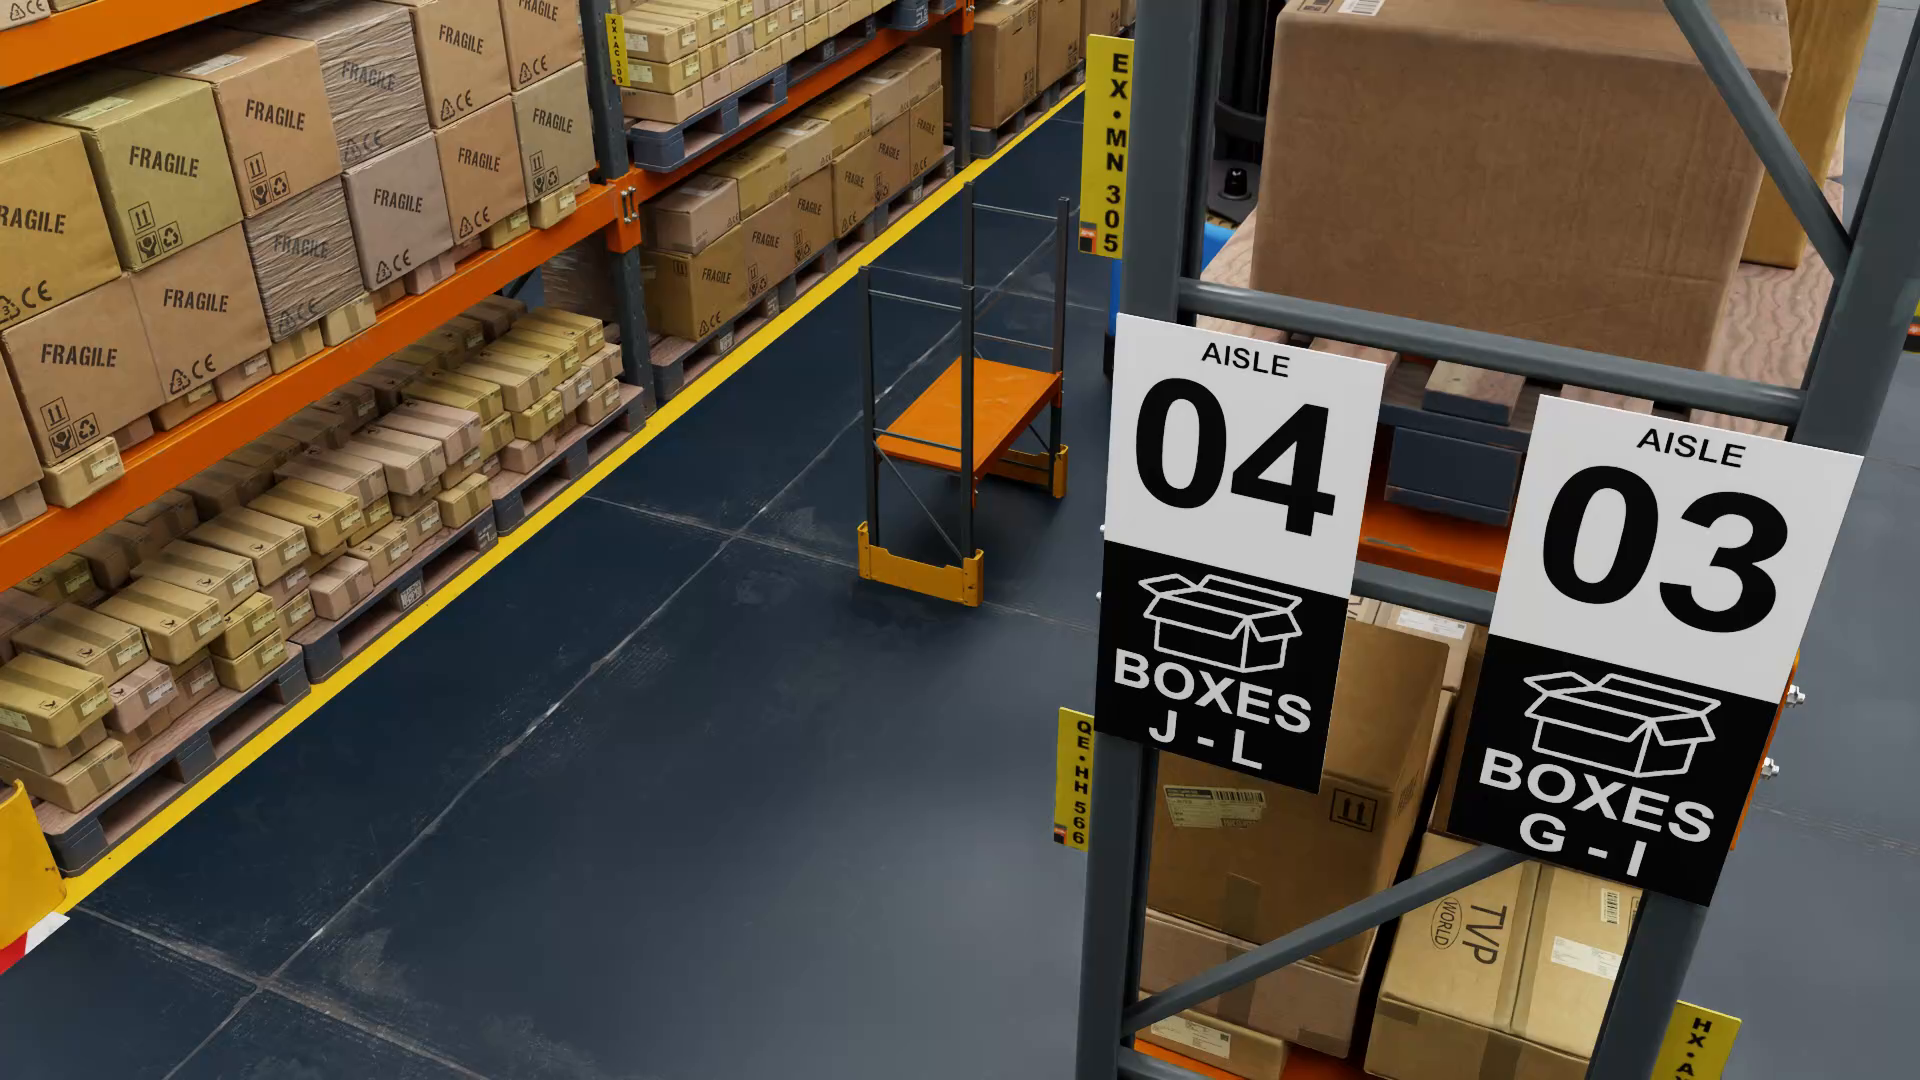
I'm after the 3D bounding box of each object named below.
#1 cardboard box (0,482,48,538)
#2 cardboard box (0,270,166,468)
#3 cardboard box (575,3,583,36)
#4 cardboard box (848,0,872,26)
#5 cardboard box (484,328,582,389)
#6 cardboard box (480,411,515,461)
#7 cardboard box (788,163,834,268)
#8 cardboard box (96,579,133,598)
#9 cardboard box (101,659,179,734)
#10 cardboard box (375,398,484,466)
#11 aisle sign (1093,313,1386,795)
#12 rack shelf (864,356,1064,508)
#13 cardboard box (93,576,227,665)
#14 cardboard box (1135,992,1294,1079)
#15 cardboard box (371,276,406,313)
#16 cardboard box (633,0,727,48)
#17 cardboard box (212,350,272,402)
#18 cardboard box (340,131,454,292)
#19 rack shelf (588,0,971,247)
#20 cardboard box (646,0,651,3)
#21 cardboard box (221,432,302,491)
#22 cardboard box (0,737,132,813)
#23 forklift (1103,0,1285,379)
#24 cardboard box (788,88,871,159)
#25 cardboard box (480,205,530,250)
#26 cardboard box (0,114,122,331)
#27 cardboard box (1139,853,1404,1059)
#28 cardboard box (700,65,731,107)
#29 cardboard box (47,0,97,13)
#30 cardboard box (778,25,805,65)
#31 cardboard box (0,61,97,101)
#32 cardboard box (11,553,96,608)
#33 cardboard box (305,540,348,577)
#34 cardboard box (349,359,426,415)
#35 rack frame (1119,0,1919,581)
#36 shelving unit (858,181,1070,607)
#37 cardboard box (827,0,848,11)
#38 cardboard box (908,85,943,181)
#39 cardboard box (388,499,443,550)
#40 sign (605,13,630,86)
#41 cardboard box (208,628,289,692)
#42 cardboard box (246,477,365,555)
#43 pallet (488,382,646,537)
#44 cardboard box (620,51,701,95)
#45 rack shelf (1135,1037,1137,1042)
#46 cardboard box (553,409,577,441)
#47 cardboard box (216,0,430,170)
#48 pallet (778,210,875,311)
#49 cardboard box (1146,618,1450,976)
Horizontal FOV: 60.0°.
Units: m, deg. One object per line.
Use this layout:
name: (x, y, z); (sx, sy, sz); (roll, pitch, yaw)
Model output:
cardboard box: (-3.249, -0.143, 5.461); (0.380, 0.149, 0.250); (15, 36, 22)
cardboard box: (-3.112, -0.624, 5.604); (0.500, 0.500, 0.500); (14, 36, 21)
cardboard box: (-2.087, -2.581, 8.255); (0.380, 0.149, 0.250); (16, 36, 23)
cardboard box: (-0.735, -3.091, 9.575); (0.380, 0.149, 0.250); (15, 36, 22)
cardboard box: (-2.061, -0.876, 8.025); (0.380, 0.149, 0.250); (15, 36, 21)
cardboard box: (-2.313, -0.518, 7.750); (0.380, 0.149, 0.250); (15, 36, 21)
cardboard box: (-1.101, -1.983, 9.935); (0.500, 0.500, 0.500); (15, 36, 21)
cardboard box: (-3.368, 0.169, 6.702); (0.380, 0.149, 0.250); (14, 36, 20)
cardboard box: (-3.133, 0.541, 6.134); (0.380, 0.149, 0.250); (14, 36, 20)
cardboard box: (-2.368, -0.483, 7.426); (0.380, 0.149, 0.250); (12, 35, 18)
aisle sign: (0.409, 0.043, 2.578); (0.394, 0.787, 0.004); (14, 36, 20)
rack shelf: (0.036, -0.519, 7.502); (0.538, 0.185, 1.000); (14, 36, 20)
cardboard box: (-2.996, 0.299, 6.234); (0.380, 0.149, 0.250); (14, 36, 20)
cardboard box: (0.561, 1.015, 3.695); (0.380, 0.149, 0.250); (15, 36, 21)
cardboard box: (-2.531, -1.064, 6.867); (0.380, 0.149, 0.250); (14, 36, 20)
cardboard box: (-1.384, -2.568, 8.234); (0.380, 0.149, 0.250); (15, 36, 22)
cardboard box: (-2.839, -0.671, 6.266); (0.380, 0.149, 0.250); (13, 36, 20)
cardboard box: (-2.451, -1.372, 6.745); (0.500, 0.500, 0.500); (14, 36, 20)
rack shelf: (-1.241, -2.713, 9.808); (1.077, 0.370, 4.000); (14, 36, 20)
cardboard box: (-1.756, -2.975, 8.854); (0.380, 0.149, 0.250); (14, 36, 20)
cardboard box: (-3.087, -0.353, 7.227); (0.380, 0.149, 0.250); (14, 36, 21)
cardboard box: (-3.241, 0.804, 6.006); (0.380, 0.149, 0.250); (15, 36, 21)
forklift: (2.129, -2.503, 8.894); (1.130, 2.935, 3.031); (26, 41, 34)
cardboard box: (-0.881, -2.549, 10.115); (0.500, 0.250, 0.500); (15, 36, 22)
cardboard box: (-2.160, -1.444, 7.445); (0.380, 0.149, 0.250); (16, 36, 22)
cardboard box: (-3.117, -1.025, 5.303); (0.500, 0.500, 0.500); (15, 36, 22)
cardboard box: (0.673, 0.799, 3.661); (0.500, 0.250, 0.500); (14, 36, 20)
cardboard box: (-1.384, -2.318, 8.396); (0.380, 0.149, 0.250); (15, 36, 21)
cardboard box: (-2.903, -1.903, 5.317); (0.500, 0.250, 0.500); (13, 35, 19)
cardboard box: (-1.064, -2.693, 8.968); (0.380, 0.149, 0.250); (13, 35, 18)
cardboard box: (-3.364, -1.408, 5.887); (0.500, 0.500, 0.500); (16, 37, 23)
cardboard box: (-3.610, 0.151, 6.459); (0.380, 0.149, 0.250); (13, 36, 19)
cardboard box: (-2.804, -0.002, 6.963); (0.380, 0.149, 0.250); (16, 37, 23)
cardboard box: (-2.729, -0.730, 7.802); (0.380, 0.149, 0.250); (13, 36, 19)
rack frame: (0.711, -1.346, 1.596); (1.000, 3.000, 0.127); (14, 36, 20)
shelving unit: (0.032, -0.665, 7.397); (0.587, 1.500, 1.083); (14, 36, 20)
cardboard box: (-0.843, -3.082, 9.290); (0.380, 0.149, 0.250); (13, 36, 20)
cardboard box: (-0.442, -2.752, 11.108); (0.500, 0.500, 0.500); (14, 36, 20)
cardboard box: (-2.536, -0.097, 7.380); (0.380, 0.149, 0.250); (15, 36, 21)
sign: (-1.582, -2.259, 7.670); (0.100, 0.325, 0.005); (14, 36, 20)
cardboard box: (-2.902, 0.427, 6.580); (0.380, 0.149, 0.250); (15, 36, 21)
cardboard box: (-2.691, -0.100, 6.842); (0.380, 0.149, 0.250); (15, 36, 21)
pallet: (-2.327, -0.509, 8.333); (1.003, 0.211, 1.213); (14, 36, 20)
cardboard box: (-1.495, -2.303, 8.102); (0.380, 0.149, 0.250); (15, 36, 21)
rack shelf: (1.548, 0.468, 4.957); (1.077, 0.370, 4.000); (14, 36, 20)
cardboard box: (-2.117, -0.617, 8.173); (0.380, 0.149, 0.250); (15, 36, 22)
cardboard box: (-2.467, -1.795, 6.478); (0.500, 0.500, 0.500); (15, 36, 22)
pallet: (-1.244, -1.849, 10.378); (1.003, 0.211, 1.213); (14, 36, 20)
cardboard box: (0.677, 0.485, 3.457); (0.500, 0.500, 0.500); (15, 36, 21)
